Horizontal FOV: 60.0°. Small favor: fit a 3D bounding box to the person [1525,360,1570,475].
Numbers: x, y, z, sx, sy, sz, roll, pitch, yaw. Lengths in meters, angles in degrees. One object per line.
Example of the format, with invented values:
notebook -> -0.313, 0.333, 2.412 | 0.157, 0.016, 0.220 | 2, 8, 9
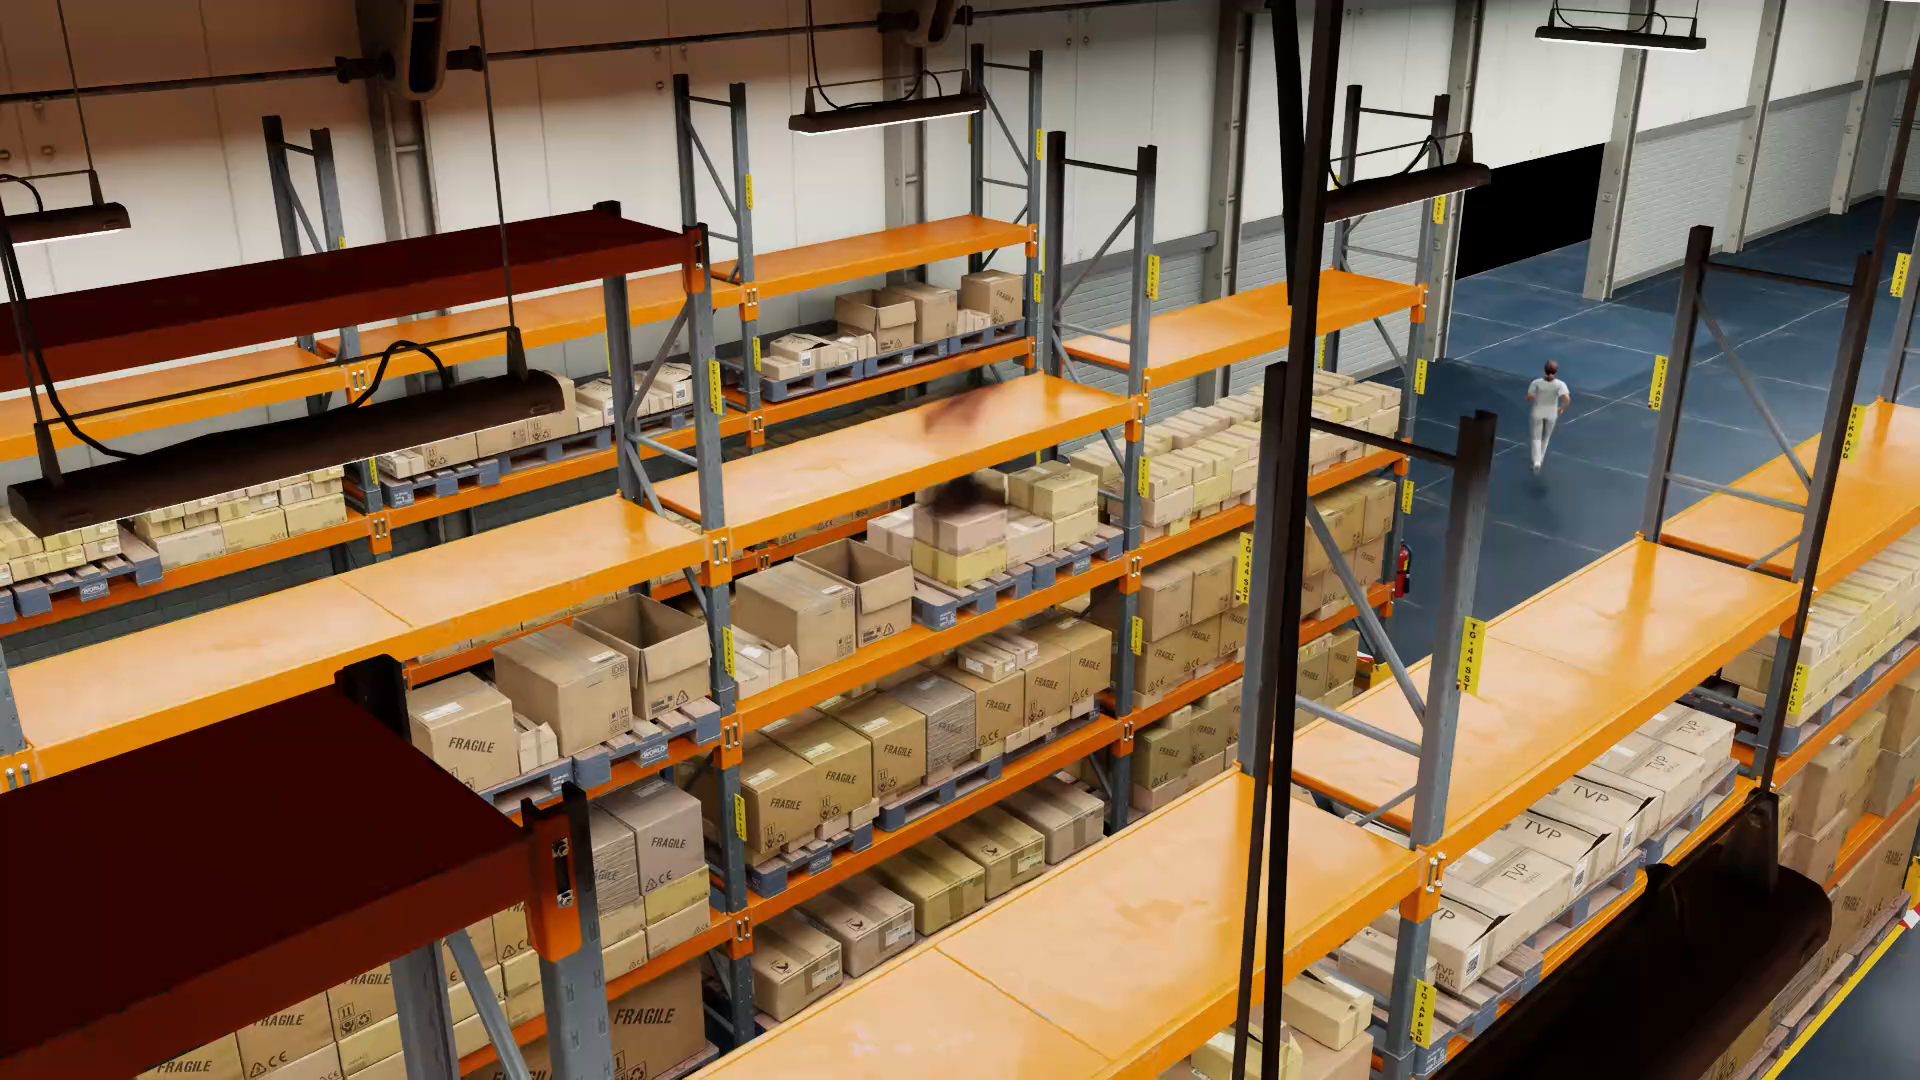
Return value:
person -> 7.958, -1.643, 22.661 | 0.568, 1.675, 0.928 | 6, 23, 13
